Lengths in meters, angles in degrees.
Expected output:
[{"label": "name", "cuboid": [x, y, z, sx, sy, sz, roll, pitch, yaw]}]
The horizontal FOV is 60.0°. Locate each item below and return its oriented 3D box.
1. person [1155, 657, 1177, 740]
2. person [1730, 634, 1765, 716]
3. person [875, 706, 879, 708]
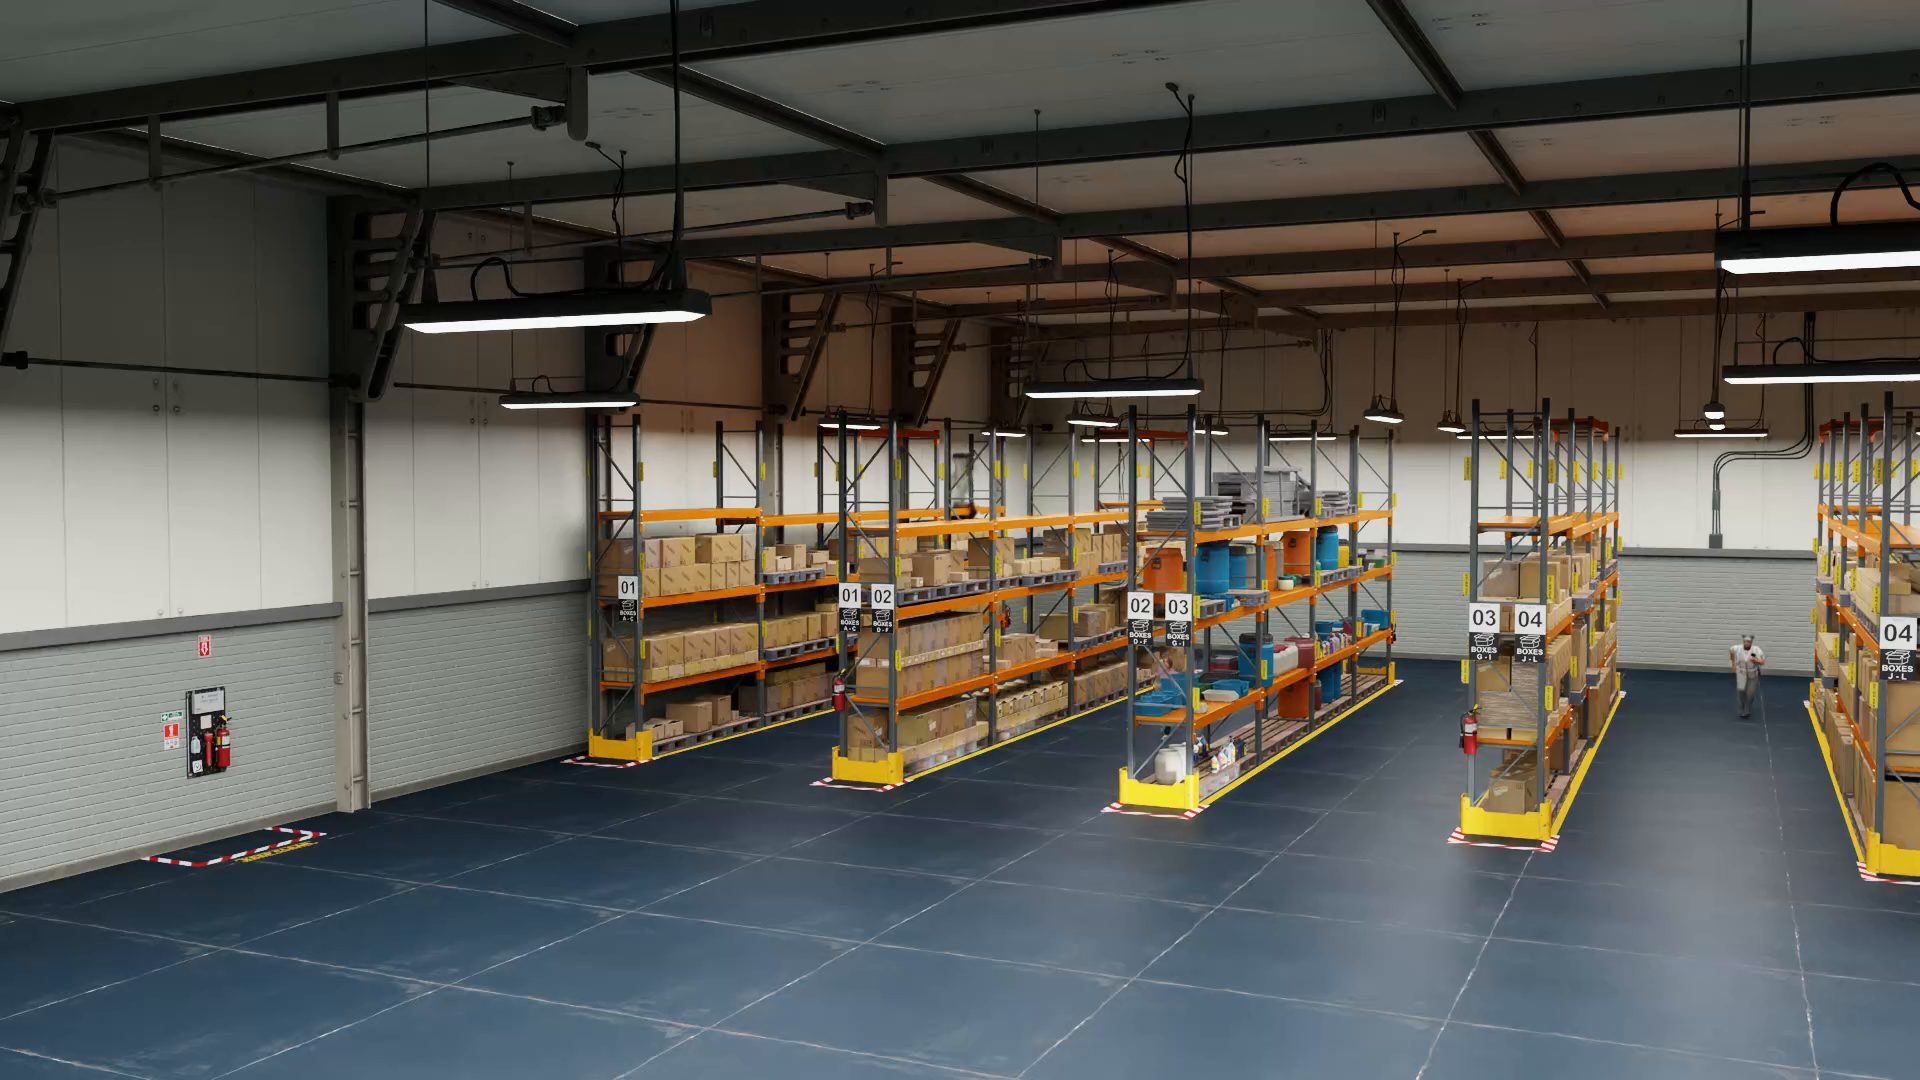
[{"label": "person", "cuboid": [3.811, 2.951, 30.932, 0.537, 1.553, 0.537, 1, 3, 26]}, {"label": "person", "cuboid": [15.996, 2.742, 33.808, 0.644, 1.699, 0.901, 1, 3, 24]}, {"label": "person", "cuboid": [-1.536, 2.878, 32.560, 0.553, 1.597, 0.683, 0, 2, 11]}]
